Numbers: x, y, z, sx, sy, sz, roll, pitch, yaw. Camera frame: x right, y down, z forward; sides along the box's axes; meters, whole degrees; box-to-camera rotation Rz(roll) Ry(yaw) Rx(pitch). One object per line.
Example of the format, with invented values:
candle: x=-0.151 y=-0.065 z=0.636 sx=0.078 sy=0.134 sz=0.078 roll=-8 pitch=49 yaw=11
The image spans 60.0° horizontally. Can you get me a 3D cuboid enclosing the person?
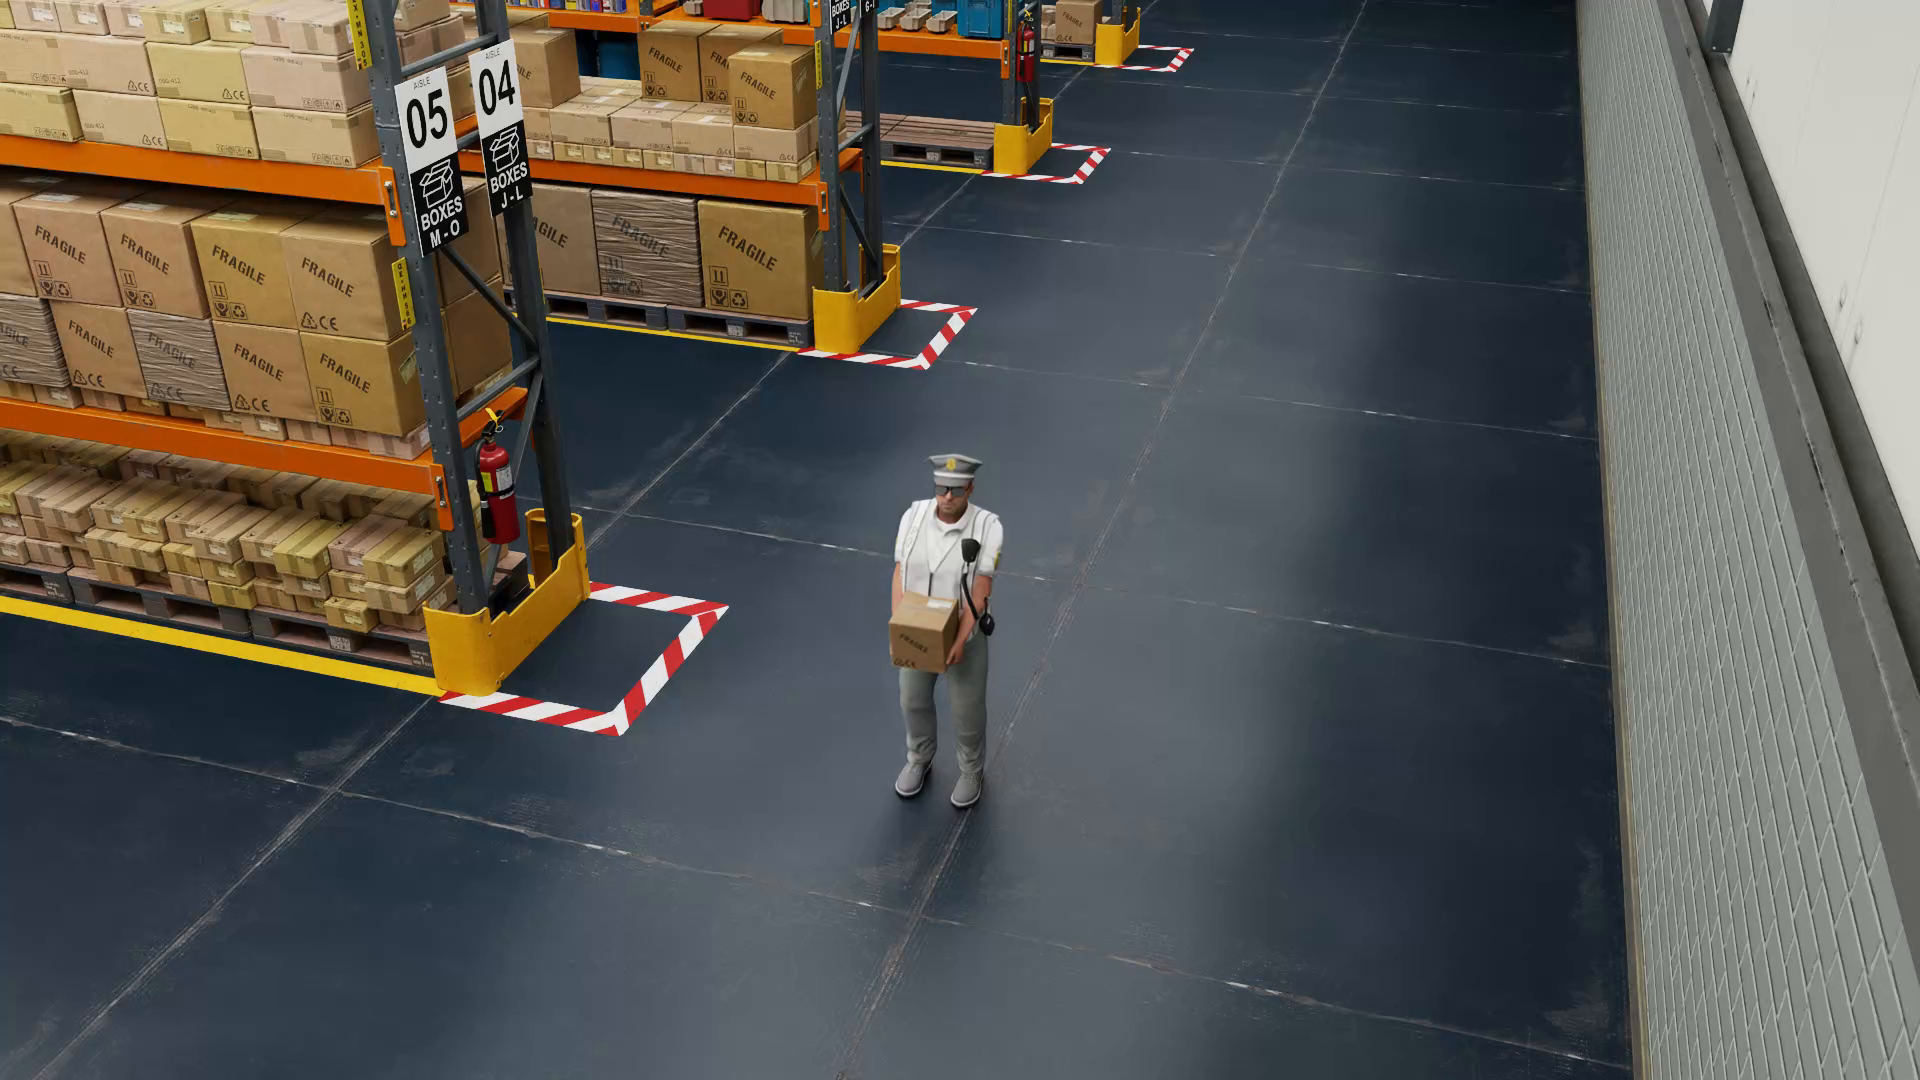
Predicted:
person: x=-0.081 y=0.441 z=7.685 sx=0.494 sy=1.768 sz=0.572 roll=9 pitch=30 yaw=15
